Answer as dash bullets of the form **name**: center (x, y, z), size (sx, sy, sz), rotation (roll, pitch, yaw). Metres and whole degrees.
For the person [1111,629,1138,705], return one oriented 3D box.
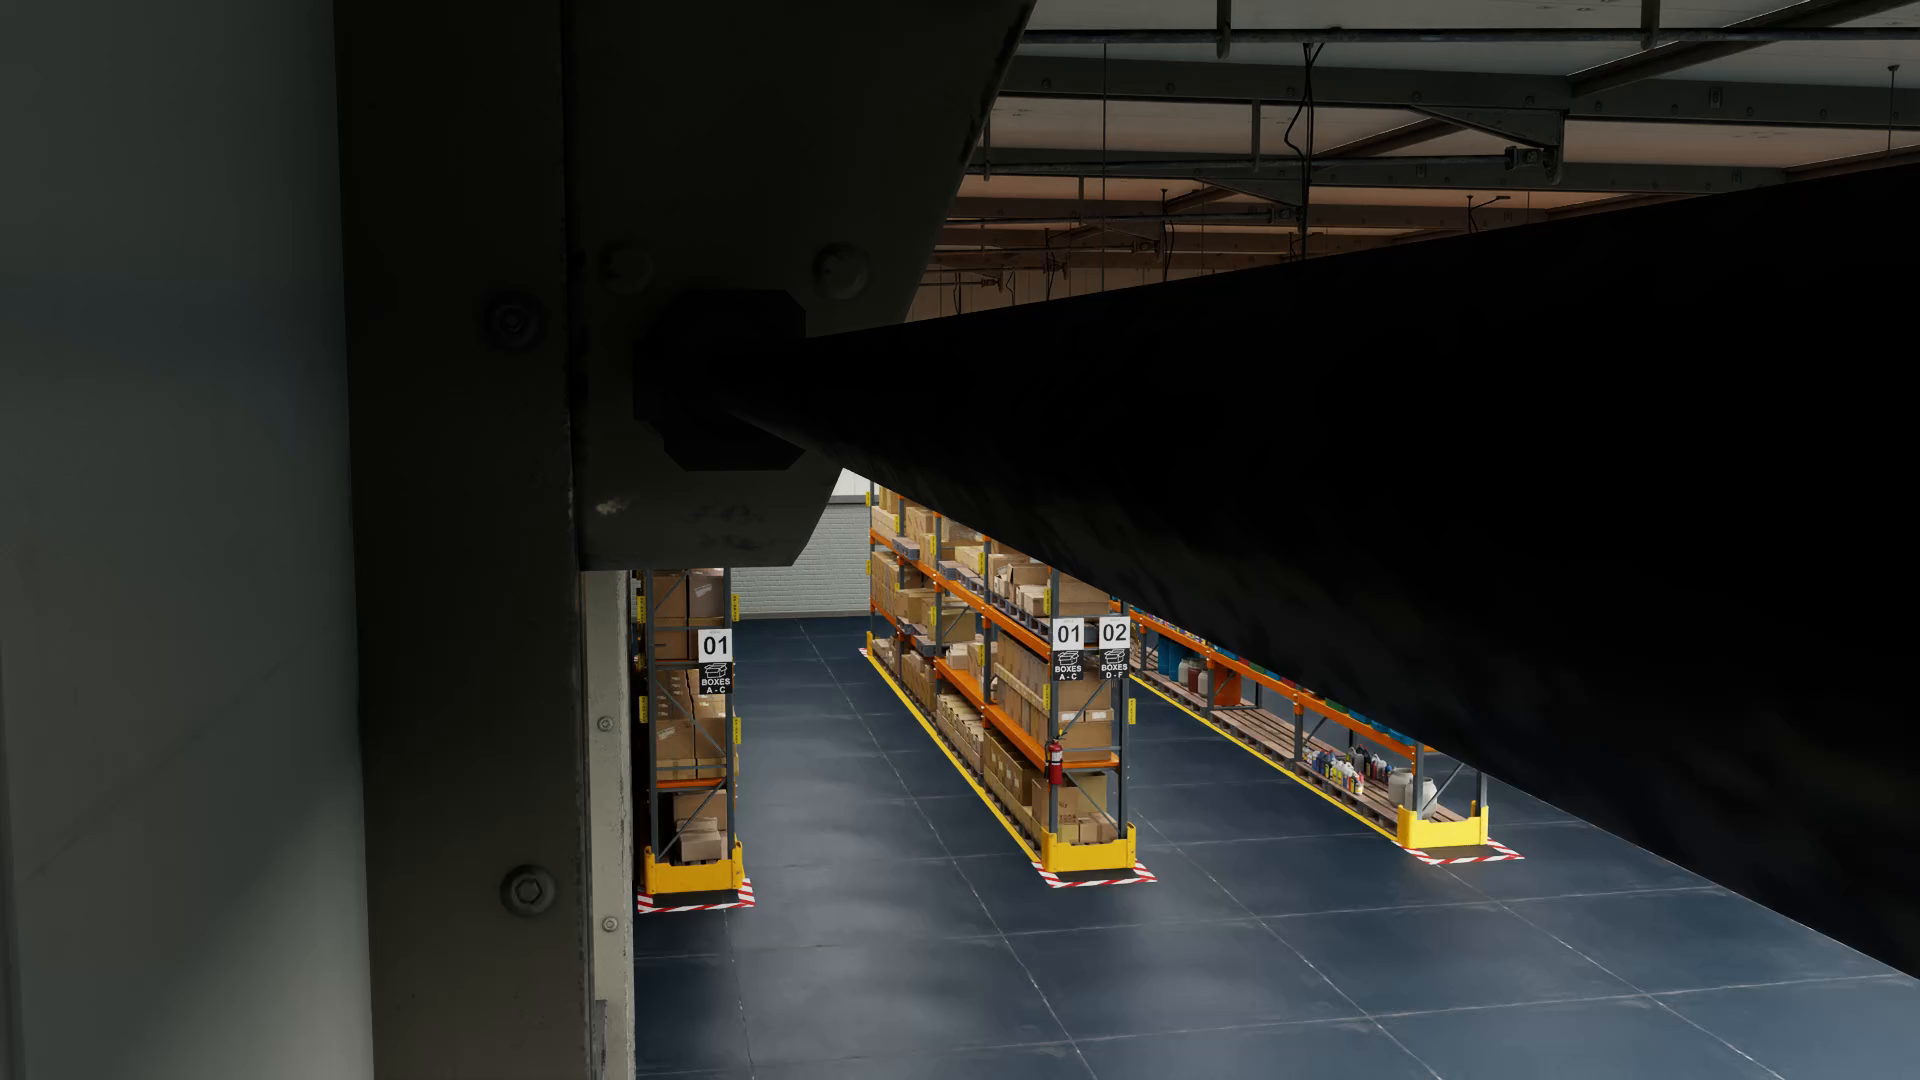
- **person**: center (3.010, 2.276, 31.126), size (0.642, 1.653, 0.719), rotation (-2, 6, -17)
